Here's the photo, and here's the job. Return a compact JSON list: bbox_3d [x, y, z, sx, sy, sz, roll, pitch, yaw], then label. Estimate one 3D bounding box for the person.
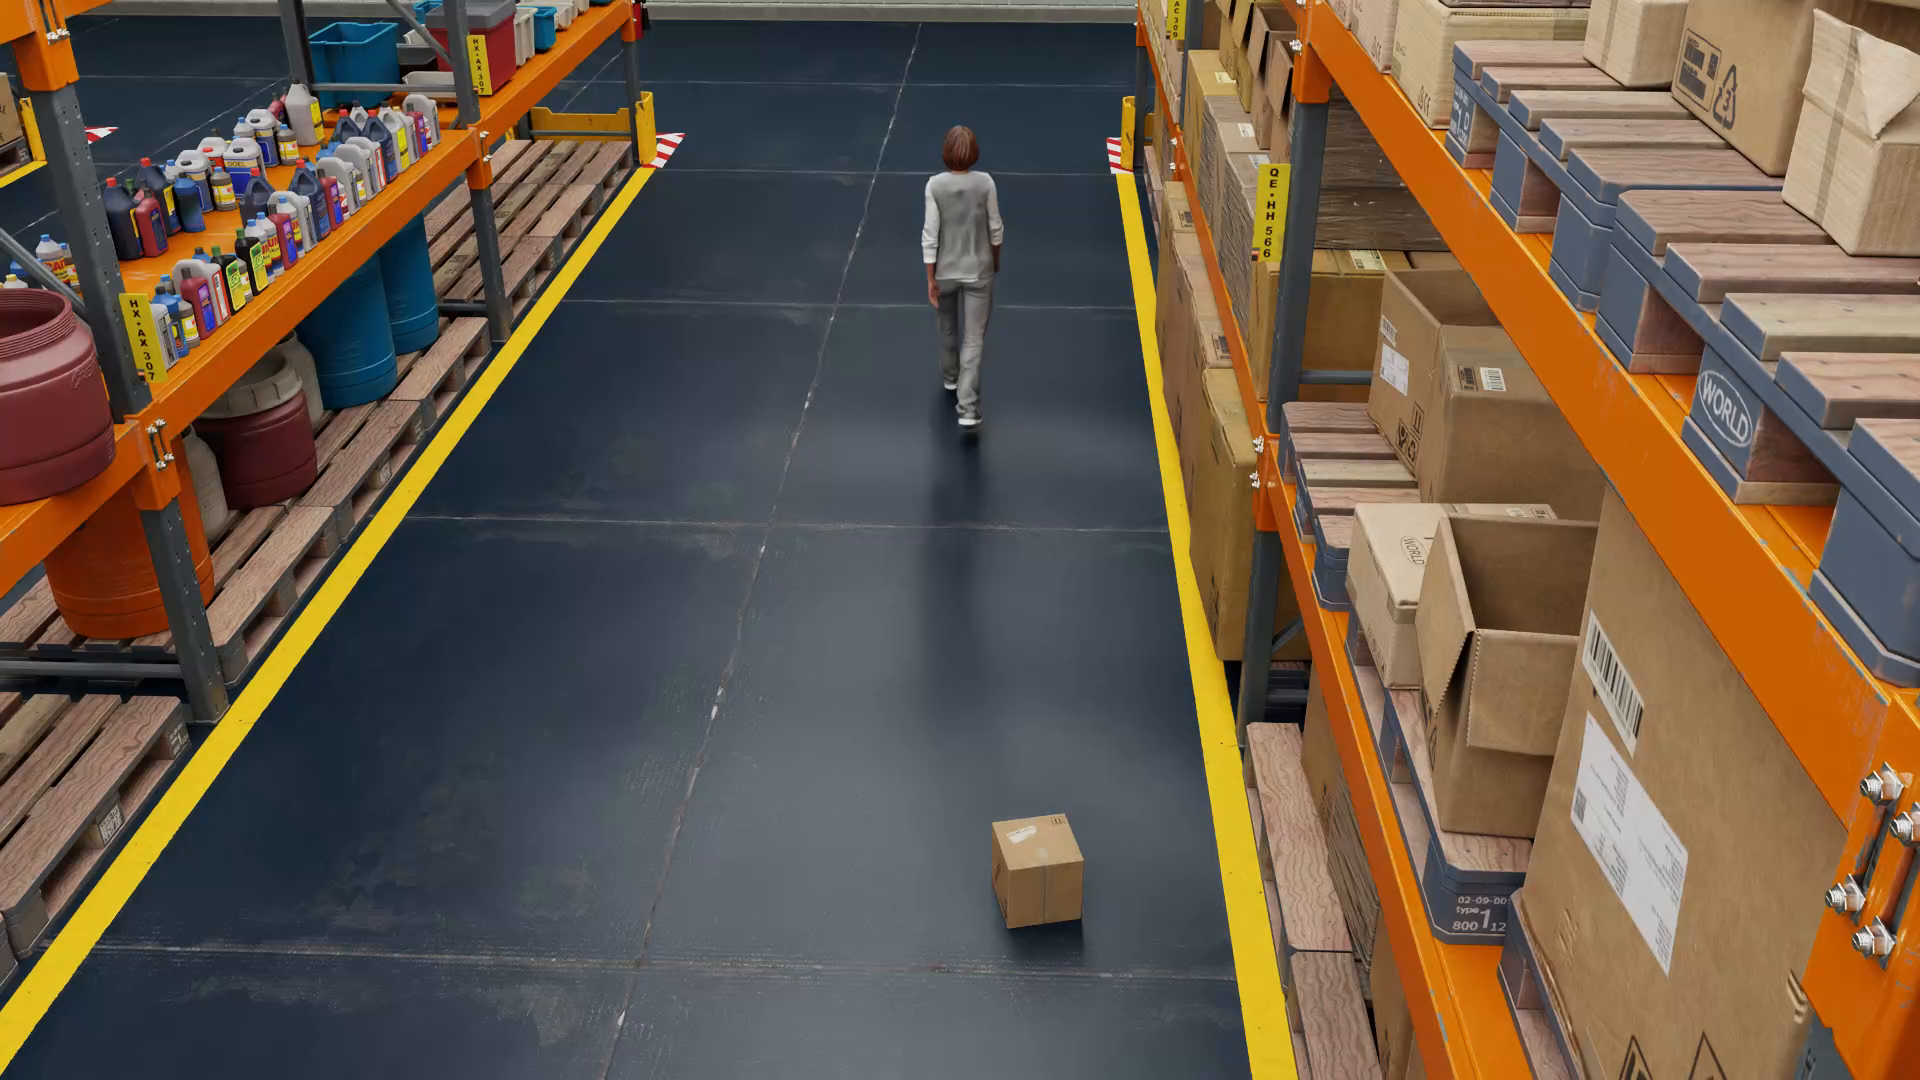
[{"bbox_3d":[0.016,-1.418,8.745,0.419,1.543,0.951,1,28,3],"label":"person"}]
